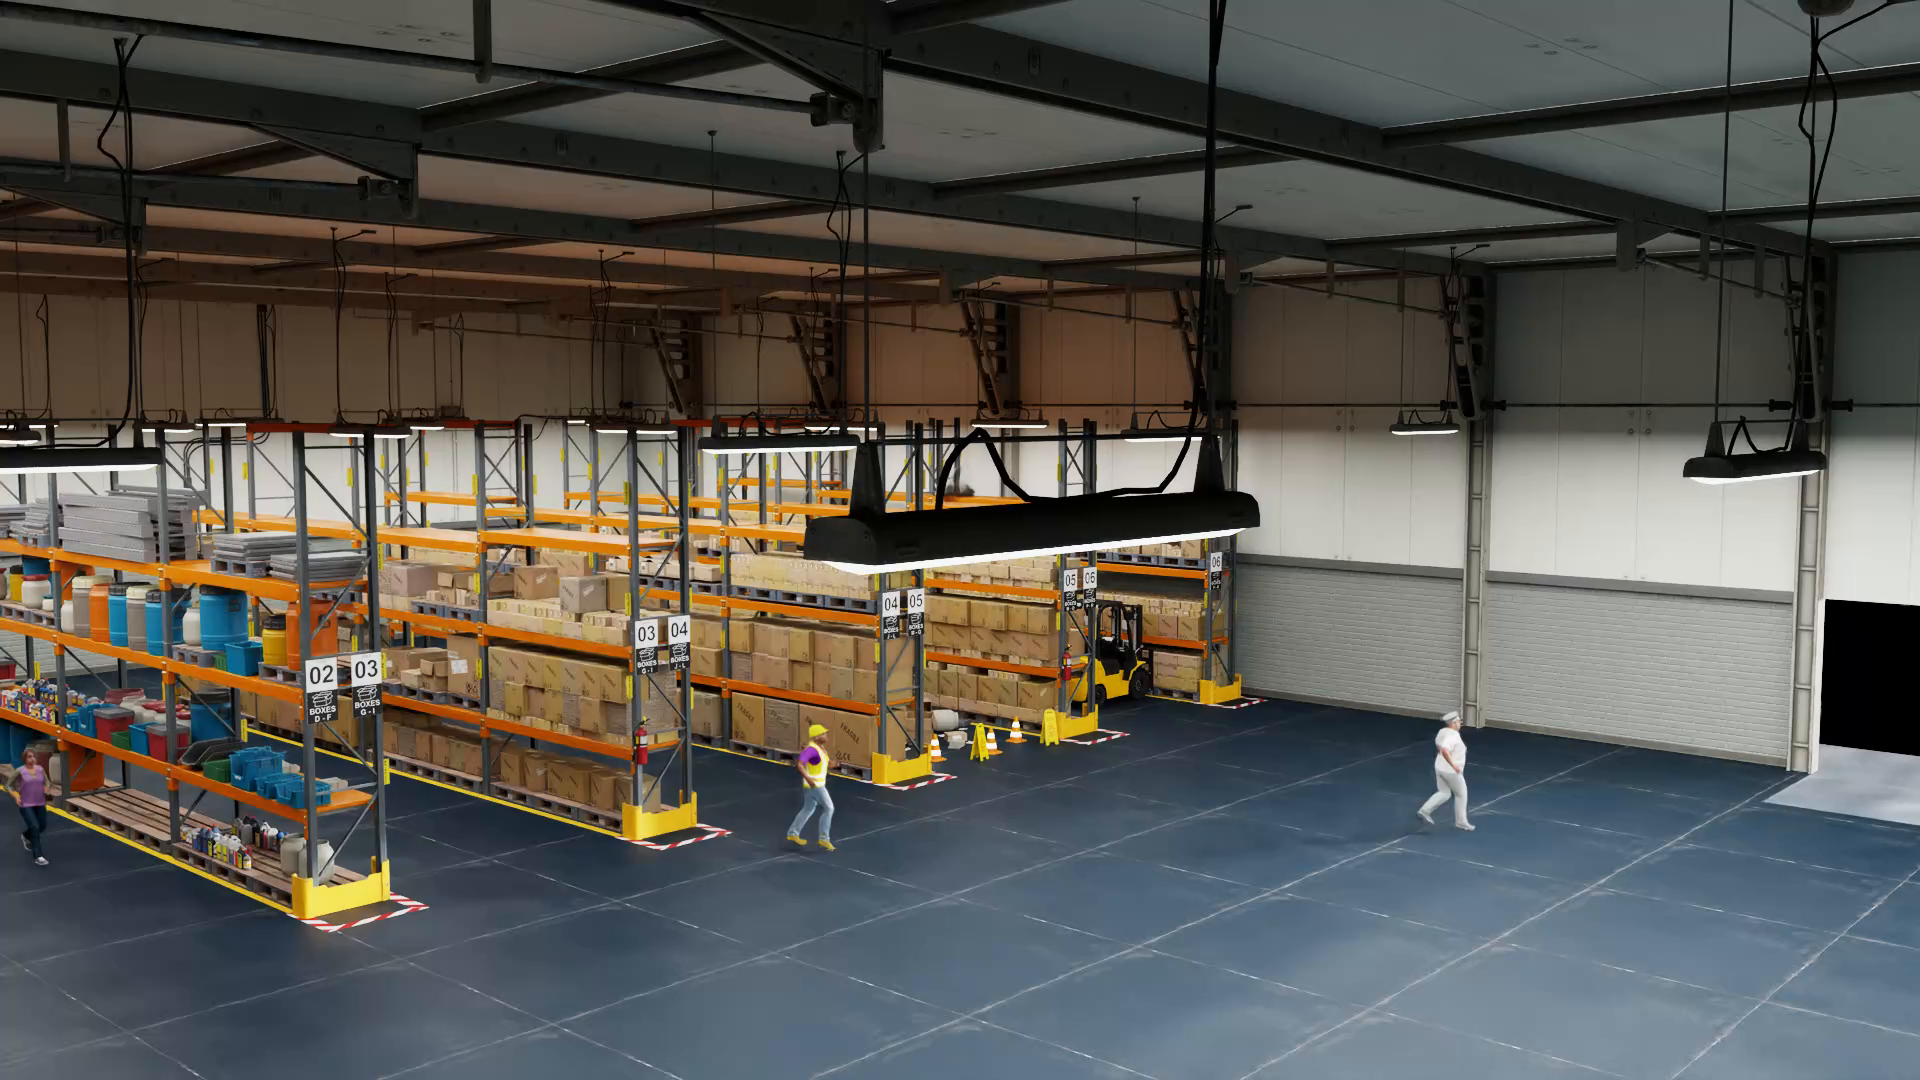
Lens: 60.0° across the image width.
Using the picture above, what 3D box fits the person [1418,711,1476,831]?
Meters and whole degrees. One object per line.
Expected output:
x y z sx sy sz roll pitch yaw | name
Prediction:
7.239 3.429 24.712 0.911 1.803 0.647 -1 5 -12 | person

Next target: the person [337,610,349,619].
-14.209 2.381 38.008 0.776 1.719 0.581 0 5 -1 | person

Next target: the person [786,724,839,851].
-2.099 3.524 23.679 0.758 1.828 0.682 -1 5 -6 | person

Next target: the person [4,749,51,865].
-12.842 3.665 22.969 0.805 1.568 0.548 3 6 35 | person
